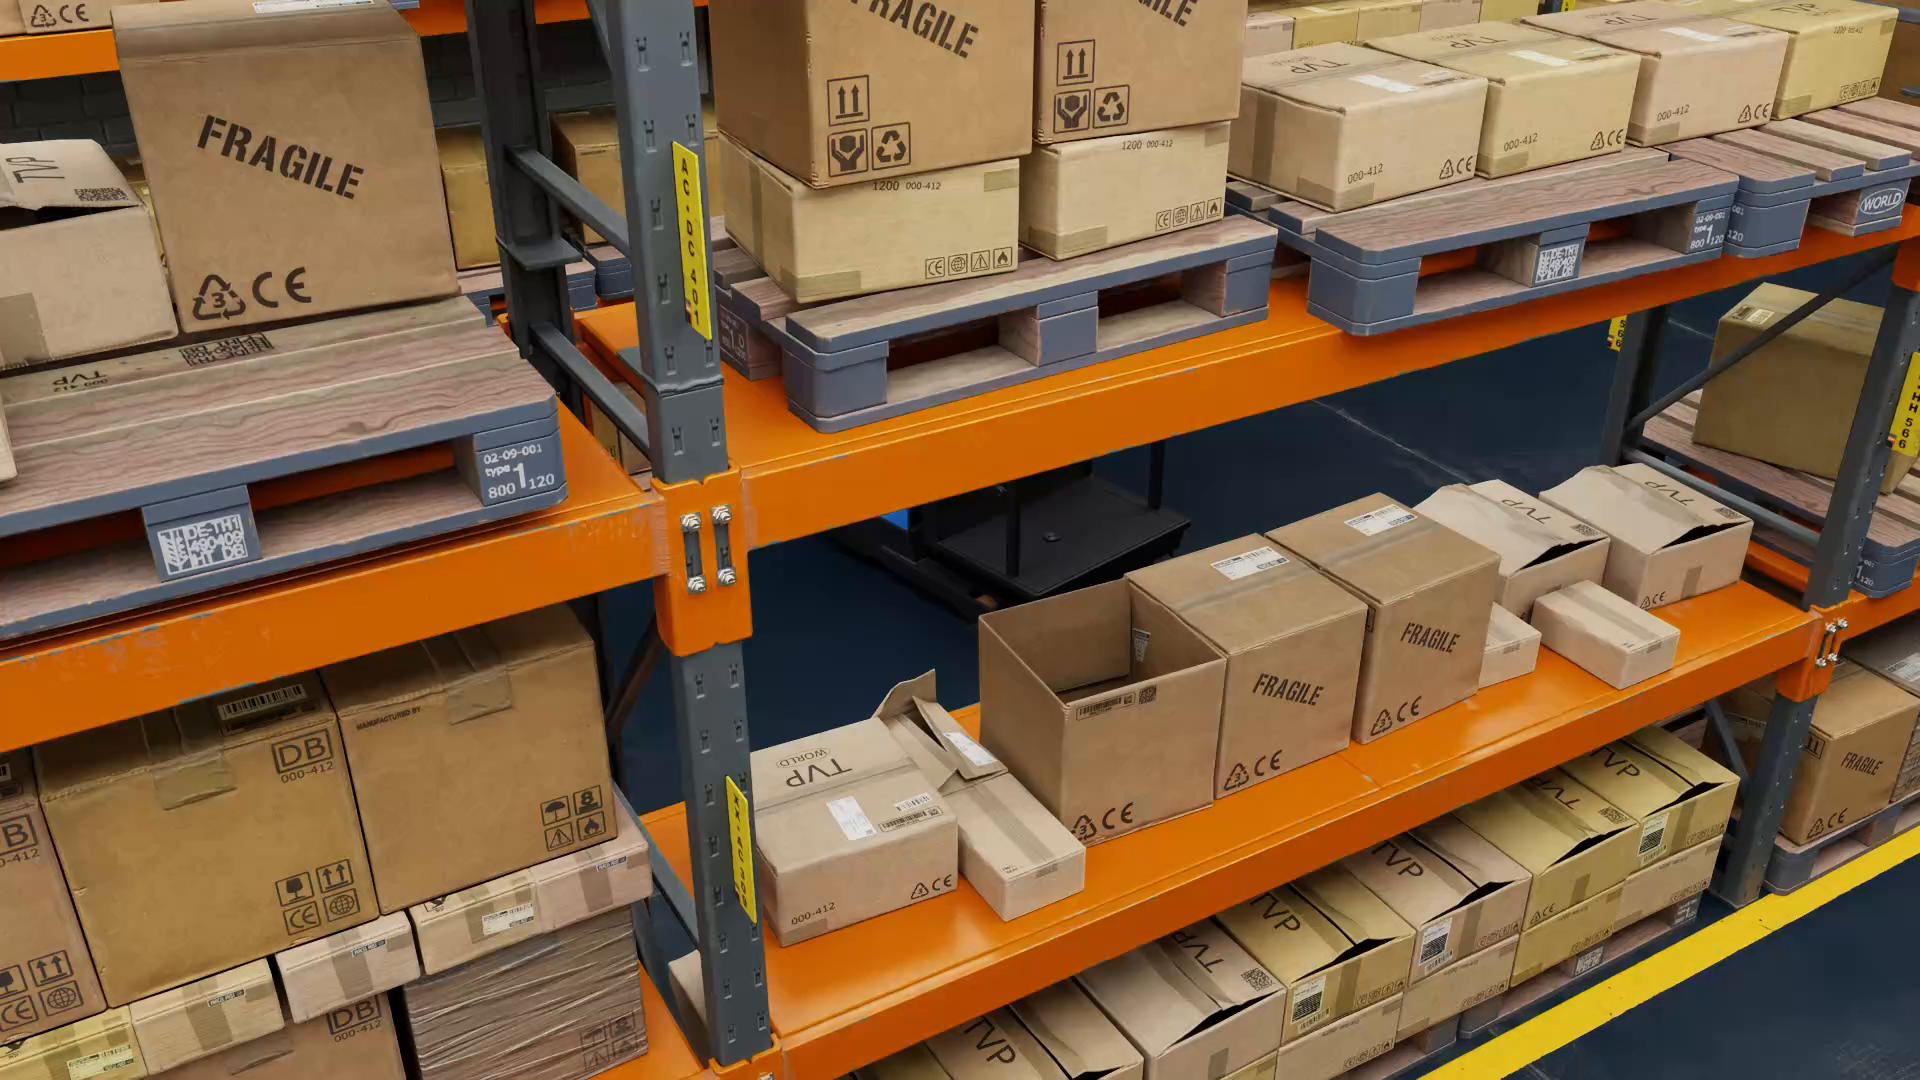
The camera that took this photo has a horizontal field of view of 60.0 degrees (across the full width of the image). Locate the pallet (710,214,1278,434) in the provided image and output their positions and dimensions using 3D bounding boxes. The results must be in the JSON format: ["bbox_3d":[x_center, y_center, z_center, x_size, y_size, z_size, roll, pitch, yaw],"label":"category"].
[{"bbox_3d":[0.013,-0.617,3.856,1.217,0.209,0.805,-17,33,-28],"label":"pallet"}]

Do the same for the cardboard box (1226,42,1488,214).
[{"bbox_3d":[0.939,-1.040,4.146,0.500,0.250,0.500,-19,34,-30],"label":"cardboard box"}]

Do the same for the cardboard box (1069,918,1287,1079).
[{"bbox_3d":[0.622,1.364,5.005,0.500,0.311,0.500,-17,33,-28],"label":"cardboard box"}]

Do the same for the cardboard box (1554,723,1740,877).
[{"bbox_3d":[2.381,0.860,5.917,0.500,0.311,0.500,-15,32,-25],"label":"cardboard box"}]

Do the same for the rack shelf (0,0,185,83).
[{"bbox_3d":[-4.978,-1.737,6.434,4.000,0.370,1.077,-16,33,-26],"label":"rack shelf"}]

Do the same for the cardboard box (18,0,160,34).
[{"bbox_3d":[-3.566,-2.367,6.706,0.500,0.500,0.500,-15,32,-25],"label":"cardboard box"}]

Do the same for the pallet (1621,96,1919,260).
[{"bbox_3d":[2.168,-1.172,4.861,1.003,0.211,1.213,-14,32,-24],"label":"pallet"}]

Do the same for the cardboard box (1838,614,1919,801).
[{"bbox_3d":[3.694,0.634,6.629,0.500,0.500,0.500,-17,33,-28],"label":"cardboard box"}]

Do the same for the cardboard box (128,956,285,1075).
[{"bbox_3d":[-1.531,0.852,3.327,0.250,0.149,0.380,-16,33,-26],"label":"cardboard box"}]

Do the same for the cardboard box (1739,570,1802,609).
[{"bbox_3d":[3.442,0.086,6.845,0.500,0.250,0.500,-15,32,-24],"label":"cardboard box"}]

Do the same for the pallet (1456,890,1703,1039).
[{"bbox_3d":[1.978,1.261,6.246,1.213,0.211,1.003,-16,33,-26],"label":"pallet"}]

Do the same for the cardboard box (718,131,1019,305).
[{"bbox_3d":[-0.205,-0.744,3.610,0.500,0.250,0.500,-12,31,-21],"label":"cardboard box"}]

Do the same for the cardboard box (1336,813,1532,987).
[{"bbox_3d":[1.500,1.113,5.460,0.500,0.311,0.500,-16,33,-27],"label":"cardboard box"}]

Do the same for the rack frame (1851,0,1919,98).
[{"bbox_3d":[2.708,-2.772,4.459,0.127,3.000,1.000,-16,33,-26],"label":"rack frame"}]

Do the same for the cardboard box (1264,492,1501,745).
[{"bbox_3d":[1.269,0.229,5.127,0.500,0.500,0.500,-18,34,-29],"label":"cardboard box"}]

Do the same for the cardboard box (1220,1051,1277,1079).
[{"bbox_3d":[0.619,1.606,5.146,0.500,0.250,0.500,-17,33,-28],"label":"cardboard box"}]

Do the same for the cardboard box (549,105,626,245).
[{"bbox_3d":[-1.760,-1.883,8.499,0.500,0.500,0.700,-11,31,-20],"label":"cardboard box"}]

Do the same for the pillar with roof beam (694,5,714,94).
[{"bbox_3d":[0.817,-3.083,5.023,0.400,9.000,9.100,-16,33,-26],"label":"pillar with roof beam"}]

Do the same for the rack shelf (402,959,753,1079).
[{"bbox_3d":[-2.465,1.639,3.421,4.000,0.370,1.077,-16,33,-26],"label":"rack shelf"}]

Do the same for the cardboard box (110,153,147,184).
[{"bbox_3d":[-3.765,-1.472,7.671,0.500,0.500,0.500,-17,33,-27],"label":"cardboard box"}]

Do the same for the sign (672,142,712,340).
[{"bbox_3d":[-0.458,-0.509,2.847,0.005,0.325,0.100,-16,33,-26],"label":"sign"}]

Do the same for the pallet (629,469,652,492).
[{"bbox_3d":[-1.530,-0.499,9.436,1.213,0.211,1.003,-16,33,-26],"label":"pallet"}]

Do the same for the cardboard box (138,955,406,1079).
[{"bbox_3d":[-1.572,1.033,3.669,0.500,0.500,0.700,-16,33,-27],"label":"cardboard box"}]

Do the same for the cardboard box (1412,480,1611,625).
[{"bbox_3d":[1.839,0.032,5.679,0.500,0.311,0.500,-16,33,-27],"label":"cardboard box"}]

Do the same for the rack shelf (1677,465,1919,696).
[{"bbox_3d":[4.432,-0.320,6.969,4.000,0.370,1.077,-16,33,-26],"label":"rack shelf"}]

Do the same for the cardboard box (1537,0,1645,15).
[{"bbox_3d":[4.120,-3.444,11.576,0.700,0.700,0.980,-15,32,-26],"label":"cardboard box"}]

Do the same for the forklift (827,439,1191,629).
[{"bbox_3d":[0.425,-1.061,7.639,1.130,2.935,3.031,-24,37,-36],"label":"forklift"}]

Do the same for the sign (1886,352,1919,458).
[{"bbox_3d":[2.992,-0.421,5.211,0.005,0.325,0.100,-16,33,-26],"label":"sign"}]

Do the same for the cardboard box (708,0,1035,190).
[{"bbox_3d":[-0.189,-1.060,3.407,0.500,0.500,0.500,-15,32,-26],"label":"cardboard box"}]

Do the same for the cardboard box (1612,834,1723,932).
[{"bbox_3d":[2.378,1.105,6.054,0.500,0.250,0.500,-15,32,-25],"label":"cardboard box"}]

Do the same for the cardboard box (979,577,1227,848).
[{"bbox_3d":[0.384,0.480,4.672,0.500,0.500,0.500,-13,32,-23],"label":"cardboard box"}]

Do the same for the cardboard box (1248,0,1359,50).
[{"bbox_3d":[2.046,-3.106,10.065,0.500,0.250,0.500,-17,33,-27],"label":"cardboard box"}]

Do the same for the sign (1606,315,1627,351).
[{"bbox_3d":[2.425,-0.841,6.053,0.005,0.325,0.100,-16,33,-26],"label":"sign"}]

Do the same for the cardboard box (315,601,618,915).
[{"bbox_3d":[-1.120,0.334,3.595,0.500,0.500,0.700,-16,33,-26],"label":"cardboard box"}]

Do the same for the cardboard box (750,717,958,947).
[{"bbox_3d":[-0.338,0.761,4.422,0.500,0.250,0.500,-14,32,-23],"label":"cardboard box"}]

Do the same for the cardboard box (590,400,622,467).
[{"bbox_3d":[-2.207,-0.661,8.975,0.500,0.500,0.700,-17,33,-27],"label":"cardboard box"}]

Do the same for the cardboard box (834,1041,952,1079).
[{"bbox_3d":[-0.258,1.611,4.557,0.500,0.311,0.500,-16,33,-26],"label":"cardboard box"}]

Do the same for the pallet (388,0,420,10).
[{"bbox_3d":[-2.667,-2.566,7.386,1.003,0.211,1.213,-16,33,-26],"label":"pallet"}]

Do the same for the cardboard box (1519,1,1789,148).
[{"bbox_3d":[1.902,-1.306,4.628,0.500,0.250,0.500,-15,32,-25],"label":"cardboard box"}]

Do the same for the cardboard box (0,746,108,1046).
[{"bbox_3d":[-1.987,0.580,3.148,0.500,0.500,0.700,-16,33,-26],"label":"cardboard box"}]

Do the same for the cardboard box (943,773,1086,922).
[{"bbox_3d":[0.127,0.812,4.433,0.250,0.149,0.380,-16,33,-26],"label":"cardboard box"}]

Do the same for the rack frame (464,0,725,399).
[{"bbox_3d":[-0.741,-1.792,2.684,0.127,3.000,1.000,-16,33,-26],"label":"rack frame"}]

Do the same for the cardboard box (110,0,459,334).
[{"bbox_3d":[-1.309,-0.755,3.225,0.500,0.500,0.500,-13,31,-22],"label":"cardboard box"}]

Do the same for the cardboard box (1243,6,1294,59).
[{"bbox_3d":[1.609,-2.978,9.834,0.500,0.250,0.500,-16,33,-26],"label":"cardboard box"}]

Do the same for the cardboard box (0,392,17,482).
[{"bbox_3d":[-1.642,-0.205,2.593,0.250,0.149,0.380,-16,33,-26],"label":"cardboard box"}]

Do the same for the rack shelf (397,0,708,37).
[{"bbox_3d":[-1.529,-2.716,8.208,4.000,0.370,1.077,-16,33,-26],"label":"rack shelf"}]

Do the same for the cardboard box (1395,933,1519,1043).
[{"bbox_3d":[1.500,1.355,5.602,0.500,0.250,0.500,-15,32,-25],"label":"cardboard box"}]

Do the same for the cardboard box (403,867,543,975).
[{"bbox_3d":[-1.081,0.722,3.563,0.250,0.149,0.380,-17,33,-27],"label":"cardboard box"}]

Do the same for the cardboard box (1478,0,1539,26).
[{"bbox_3d":[3.371,-3.477,10.738,0.500,0.250,0.500,-15,32,-25],"label":"cardboard box"}]

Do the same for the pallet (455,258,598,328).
[{"bbox_3d":[-2.521,-1.271,8.147,1.213,0.211,1.003,-16,33,-26],"label":"pallet"}]
